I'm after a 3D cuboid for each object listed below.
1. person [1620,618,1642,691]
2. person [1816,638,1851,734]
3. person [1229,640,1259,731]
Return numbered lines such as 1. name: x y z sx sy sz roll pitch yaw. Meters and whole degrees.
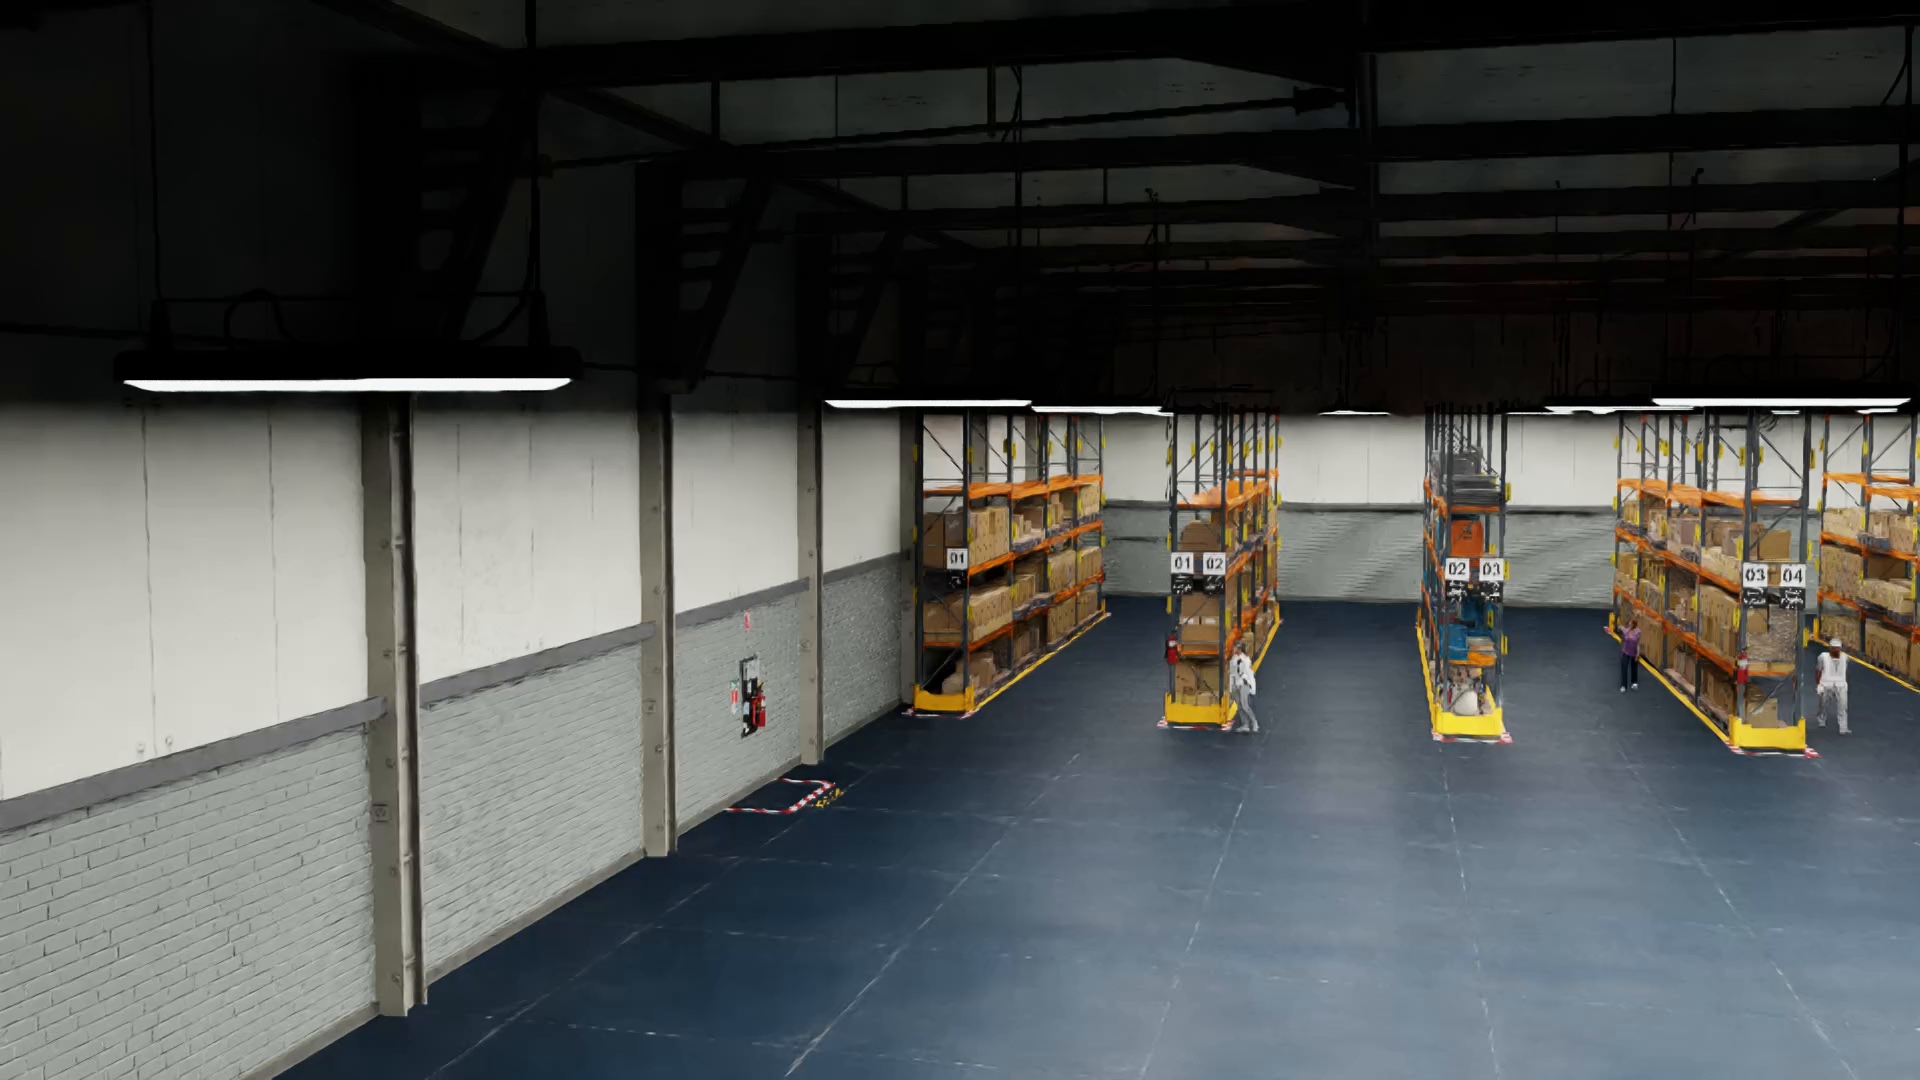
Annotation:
1. person: 14.017 2.375 34.727 0.410 1.529 0.958 2 5 24
2. person: 15.863 2.625 30.221 0.566 1.706 1.122 1 4 16
3. person: 5.156 2.652 30.264 0.420 1.667 0.590 -3 5 -32
